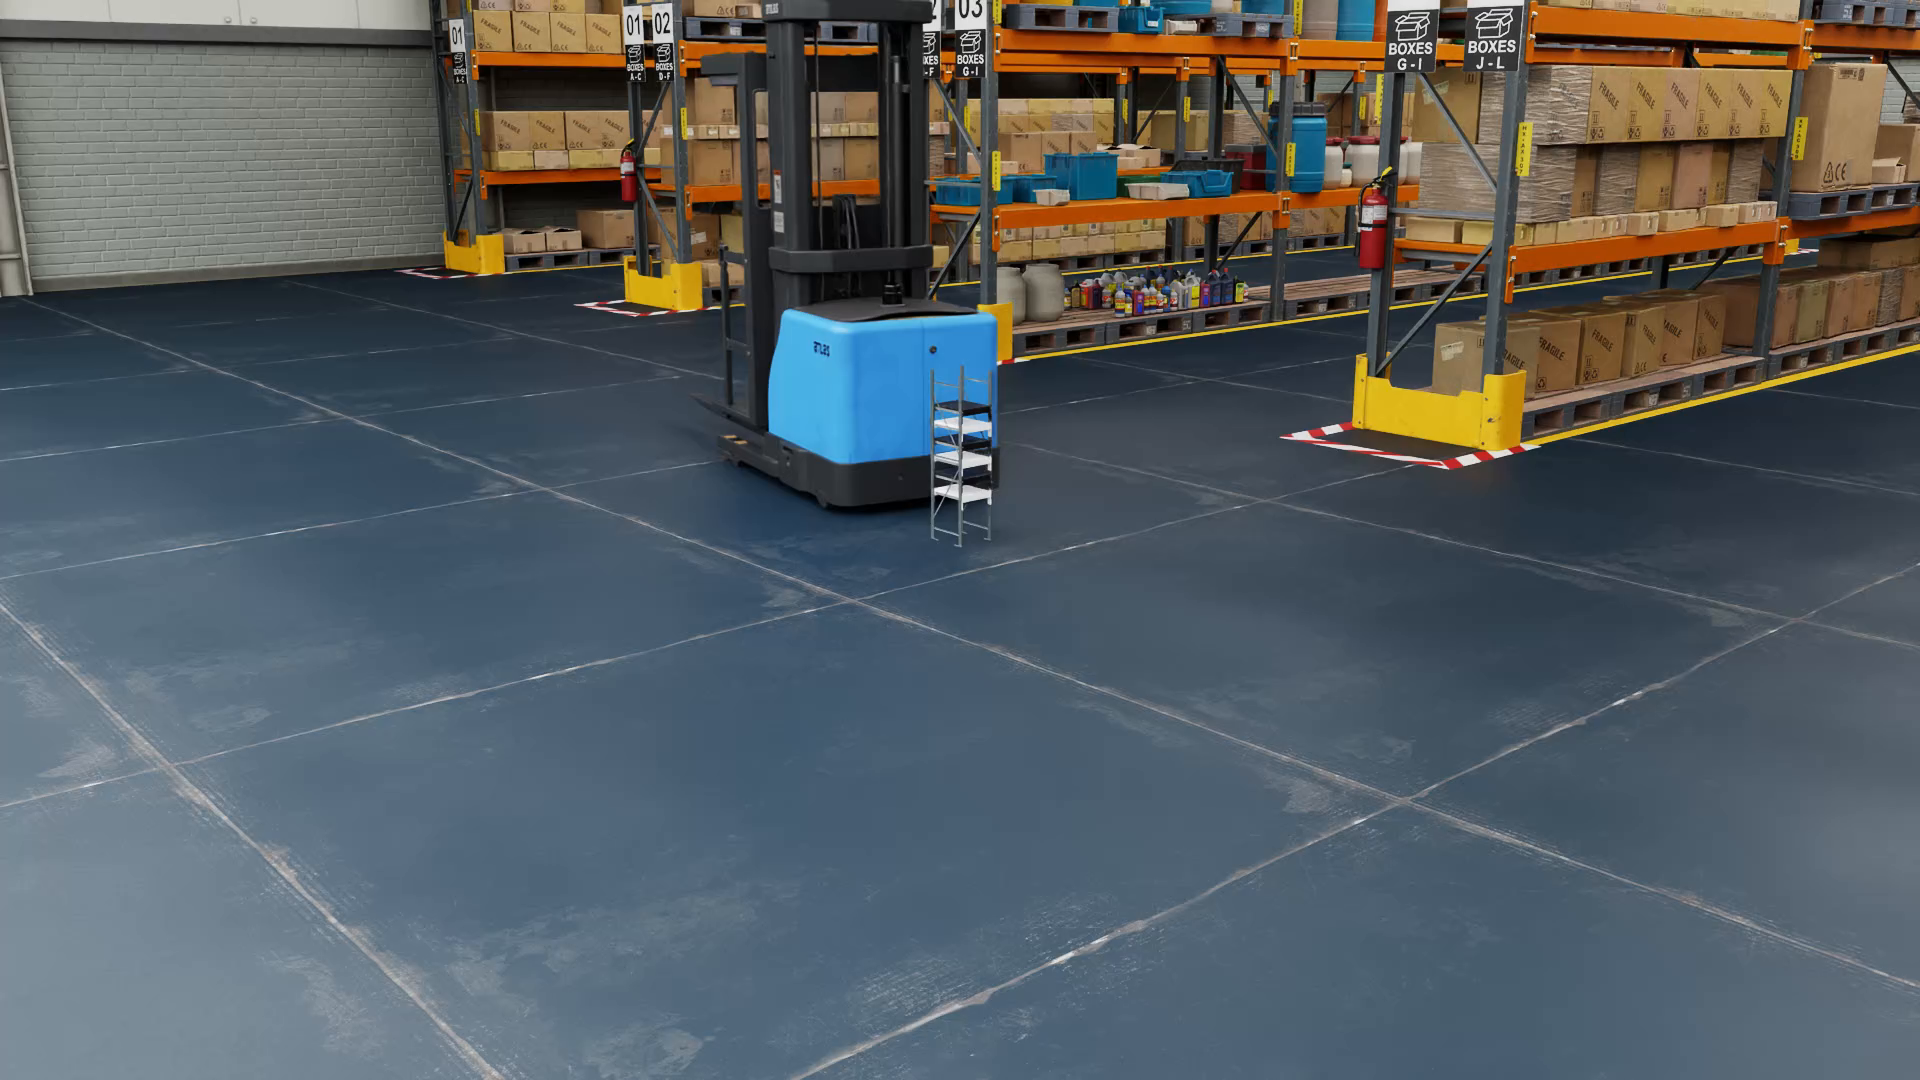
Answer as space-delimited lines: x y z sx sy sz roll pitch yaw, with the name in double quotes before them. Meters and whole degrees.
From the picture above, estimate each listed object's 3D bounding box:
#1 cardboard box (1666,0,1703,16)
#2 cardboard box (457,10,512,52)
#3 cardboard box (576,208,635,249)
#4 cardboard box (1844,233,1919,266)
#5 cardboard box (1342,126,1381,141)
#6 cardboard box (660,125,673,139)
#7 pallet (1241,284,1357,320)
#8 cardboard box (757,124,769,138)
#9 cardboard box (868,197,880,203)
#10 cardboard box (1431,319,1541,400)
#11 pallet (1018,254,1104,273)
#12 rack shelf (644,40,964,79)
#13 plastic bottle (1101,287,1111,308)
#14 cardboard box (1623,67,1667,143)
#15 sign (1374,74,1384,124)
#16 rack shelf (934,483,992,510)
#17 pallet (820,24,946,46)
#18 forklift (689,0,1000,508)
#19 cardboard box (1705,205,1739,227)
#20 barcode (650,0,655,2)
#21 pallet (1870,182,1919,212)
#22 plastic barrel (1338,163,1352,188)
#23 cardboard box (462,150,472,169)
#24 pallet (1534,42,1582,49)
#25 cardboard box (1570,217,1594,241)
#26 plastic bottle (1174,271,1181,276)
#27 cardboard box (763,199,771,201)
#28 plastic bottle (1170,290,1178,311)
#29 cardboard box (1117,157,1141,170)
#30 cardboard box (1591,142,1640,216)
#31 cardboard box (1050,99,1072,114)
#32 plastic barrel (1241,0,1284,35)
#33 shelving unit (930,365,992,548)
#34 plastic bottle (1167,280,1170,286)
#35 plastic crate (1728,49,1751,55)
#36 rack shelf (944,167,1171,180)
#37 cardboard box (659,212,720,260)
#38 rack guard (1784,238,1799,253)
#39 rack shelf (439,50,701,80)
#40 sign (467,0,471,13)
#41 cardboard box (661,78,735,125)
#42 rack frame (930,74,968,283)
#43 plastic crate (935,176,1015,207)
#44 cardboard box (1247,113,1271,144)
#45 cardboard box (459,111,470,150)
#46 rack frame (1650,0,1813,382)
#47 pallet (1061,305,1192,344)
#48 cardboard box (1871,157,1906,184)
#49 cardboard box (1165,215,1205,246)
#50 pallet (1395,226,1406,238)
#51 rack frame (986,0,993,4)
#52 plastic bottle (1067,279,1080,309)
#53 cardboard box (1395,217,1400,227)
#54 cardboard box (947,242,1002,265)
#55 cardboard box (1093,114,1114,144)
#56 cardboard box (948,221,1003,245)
"cardboard box" 4.887 -3.826 11.739 0.500 0.250 0.500 -12 19 -38
"cardboard box" -6.135 -6.565 21.471 0.500 0.500 0.500 -12 19 -38
"cardboard box" -4.954 -4.366 23.273 0.500 0.500 0.700 -14 21 -43
"cardboard box" 8.752 -2.760 15.809 0.500 0.250 0.500 -12 19 -37
"cardboard box" 6.319 -6.201 25.958 0.500 0.500 0.500 -12 19 -38
"cardboard box" -3.134 -4.550 18.520 0.250 0.149 0.380 -13 20 -40
"pallet" 3.536 -2.592 18.046 1.213 0.211 1.003 -13 19 -39
"cardboard box" -2.281 -4.602 18.716 0.250 0.149 0.380 -13 20 -40
"cardboard box" -1.491 -5.213 26.446 0.500 0.500 0.700 -13 20 -39
"cardboard box" 3.685 -1.255 11.665 0.500 0.500 0.500 -9 17 -29
"pallet" 1.171 -3.757 22.406 1.213 0.211 1.003 -13 19 -39
"rack shelf" -1.788 -5.527 19.210 4.000 0.370 1.077 -13 19 -39
"plastic bottle" 1.458 -2.418 16.560 0.097 0.201 0.097 0 15 0
"cardboard box" 4.555 -3.041 11.613 0.500 0.500 0.500 -13 19 -39
"sign" 2.854 -2.981 11.240 0.005 0.325 0.100 -13 19 -39
"rack shelf" 0.006 -0.230 8.694 0.200 0.077 0.258 -13 20 -39
"pallet" -0.906 -6.021 19.837 1.213 0.211 1.003 -13 19 -39
"forklift" -0.906 -1.928 10.289 1.130 2.935 3.031 -8 17 -27
"cardboard box" 5.713 -2.484 12.725 0.250 0.149 0.380 -13 19 -39
"barcode" -3.386 -5.961 18.316 0.075 0.075 0.001 -13 19 -39
"pallet" 7.771 -3.076 14.826 1.213 0.211 1.003 -13 19 -39
"plastic barrel" 4.068 -3.926 17.905 0.301 0.262 0.301 0 15 0
"cardboard box" -6.326 -5.104 22.298 0.500 0.250 0.500 -12 19 -39
"pallet" 6.628 -5.945 19.748 1.213 0.211 1.003 -13 19 -39
"cardboard box" 4.149 -2.162 11.518 0.250 0.149 0.380 -13 19 -39
"plastic bottle" 2.215 -2.667 17.347 0.135 0.276 0.152 -12 19 -37
"cardboard box" -2.660 -5.298 25.310 0.500 0.250 0.500 -13 20 -41
"plastic bottle" 2.088 -2.355 16.324 0.097 0.201 0.097 0 15 0
"cardboard box" 2.241 -5.114 22.570 0.250 0.149 0.380 -13 19 -39
"cardboard box" 4.340 -2.621 11.981 0.500 0.500 0.875 -13 19 -39
"cardboard box" 1.540 -7.347 28.180 0.500 0.250 0.500 -12 19 -38
"plastic barrel" 3.210 -5.619 17.189 0.708 0.901 0.600 -13 19 -39
"shelving unit" 0.006 -0.436 8.639 0.210 0.900 0.258 -13 20 -39
"plastic bottle" 2.089 -2.441 16.485 0.133 0.283 0.061 -13 19 -39
"plastic crate" 10.626 -6.755 22.926 0.530 0.136 0.437 -13 19 -39
"rack shelf" 1.229 -4.755 22.133 4.000 0.370 1.077 -13 19 -39
"cardboard box" -3.088 -3.472 18.996 0.500 0.500 0.500 -13 19 -39
"rack guard" 12.031 -4.631 25.117 0.348 0.500 1.175 -13 19 -39
"rack shelf" -5.043 -6.490 22.818 4.000 0.370 1.077 -13 19 -39
"sign" -6.195 -6.816 20.948 0.005 0.325 0.100 -13 19 -39
"cardboard box" -2.897 -4.847 18.375 0.500 0.500 0.700 -13 19 -39
"rack frame" -0.280 -4.764 20.772 0.127 3.000 1.000 -13 19 -39
"plastic crate" 0.133 -3.193 15.178 0.616 0.251 0.499 -13 19 -39
"cardboard box" 4.463 -6.059 24.613 0.700 0.500 0.500 10 18 33
"cardboard box" -6.336 -5.471 22.217 0.500 0.500 0.500 -13 20 -40
"rack frame" 6.220 -2.835 13.550 0.127 3.000 1.000 -13 19 -39
"pallet" 1.514 -2.138 16.346 1.213 0.211 1.003 -13 19 -39
"cardboard box" 8.157 -3.315 14.795 0.258 0.266 0.396 -13 20 -41
"cardboard box" 3.269 -4.468 23.655 0.500 0.500 0.500 -12 19 -37
"pallet" 7.195 -5.096 27.418 1.213 0.211 1.003 -13 19 -39
"rack frame" -0.048 -6.020 13.849 0.127 3.000 1.000 -13 19 -39
"plastic bottle" 1.125 -2.441 16.488 0.133 0.283 0.061 -12 19 -38
"cardboard box" 6.860 -5.140 26.819 0.250 0.166 0.380 -13 19 -39
"cardboard box" 0.187 -3.658 21.148 0.500 0.250 0.500 -13 20 -41
"cardboard box" 2.318 -7.157 28.923 0.500 0.500 0.500 -13 20 -40
"cardboard box" 0.196 -3.931 21.081 0.500 0.311 0.500 -13 19 -39
